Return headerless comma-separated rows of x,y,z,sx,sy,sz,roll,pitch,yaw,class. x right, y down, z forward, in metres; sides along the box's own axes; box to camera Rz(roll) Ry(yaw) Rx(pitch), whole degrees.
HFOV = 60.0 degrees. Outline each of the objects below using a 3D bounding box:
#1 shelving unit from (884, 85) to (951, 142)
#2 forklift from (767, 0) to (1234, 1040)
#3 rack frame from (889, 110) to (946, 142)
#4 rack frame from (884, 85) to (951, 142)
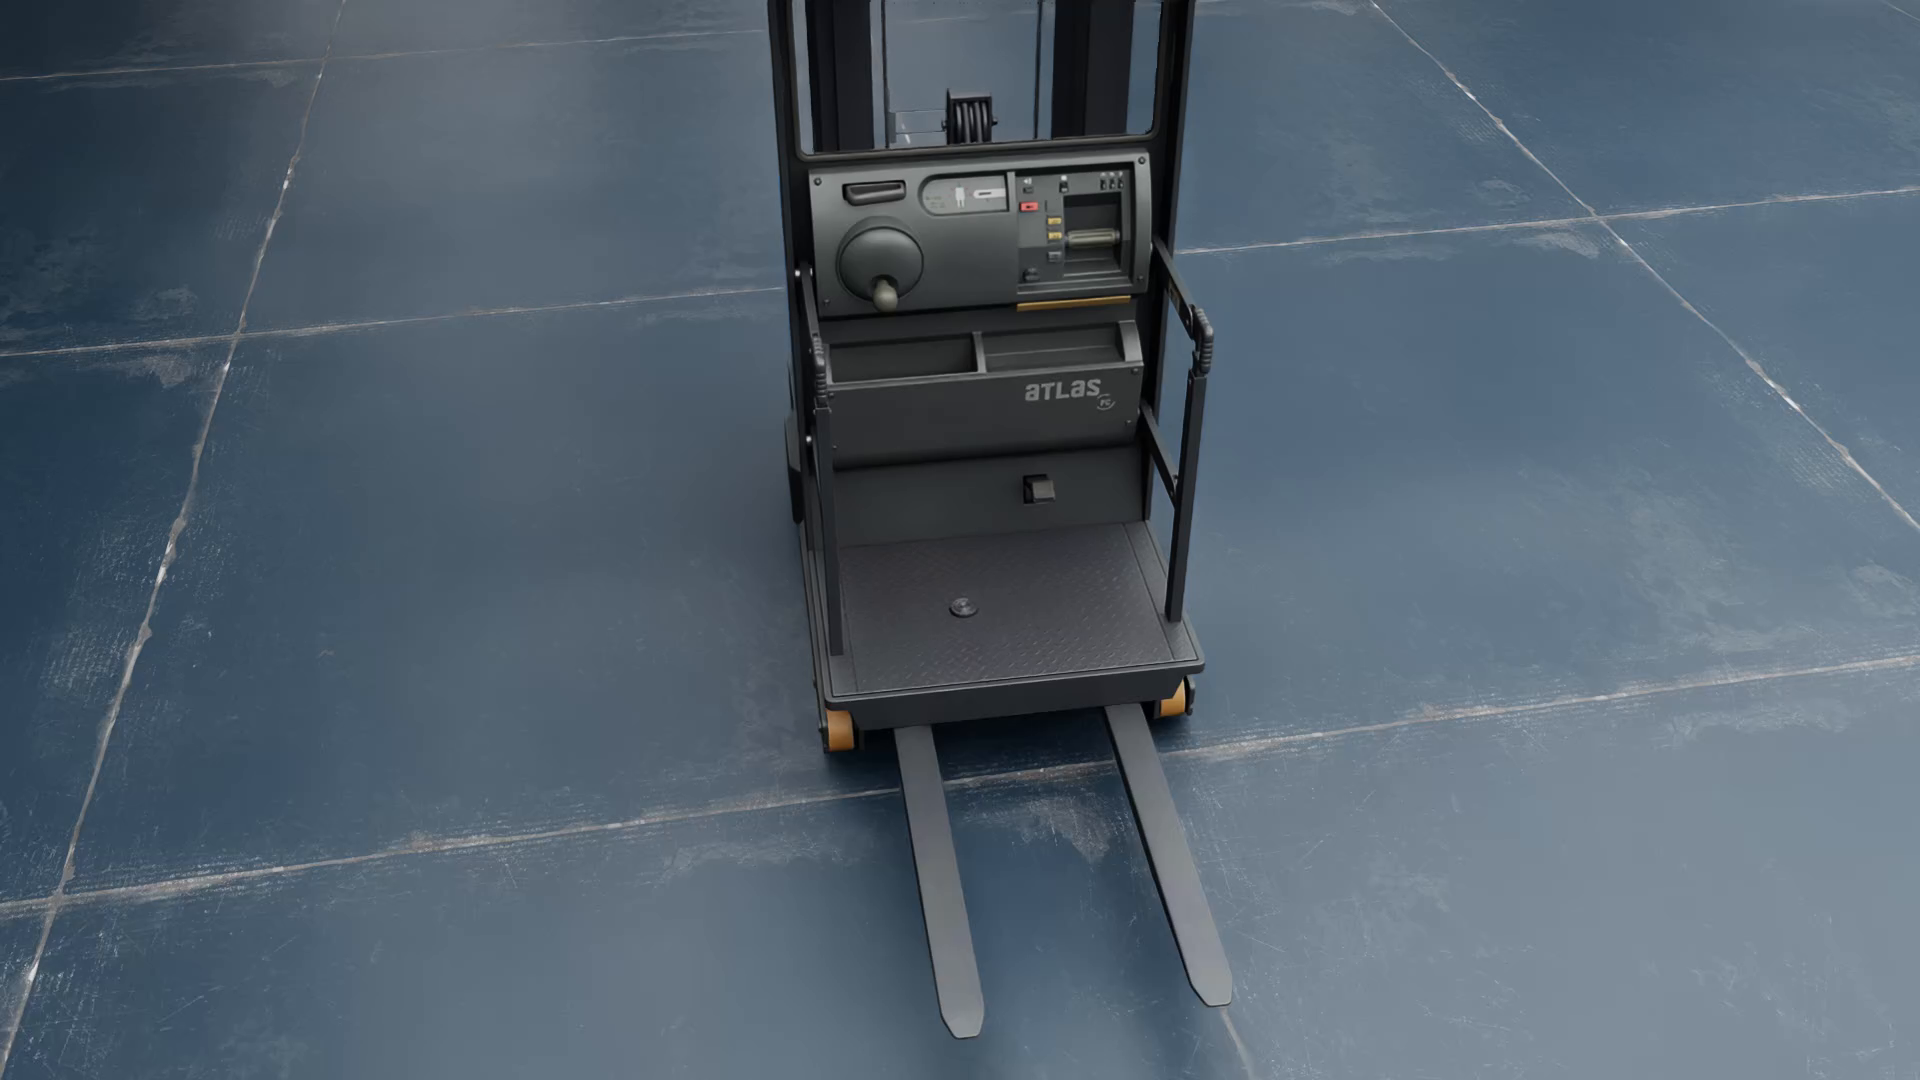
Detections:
-0.136,-1.060,6.137,0.258,1.200,0.189,-5,38,-7,shelving unit
0.095,-0.765,4.345,1.130,2.935,3.031,-5,38,-7,forklift
-0.123,-1.005,6.065,0.240,1.200,0.006,-5,38,-7,rack frame
-0.150,-1.116,6.208,0.240,1.200,0.006,-5,38,-7,rack frame
